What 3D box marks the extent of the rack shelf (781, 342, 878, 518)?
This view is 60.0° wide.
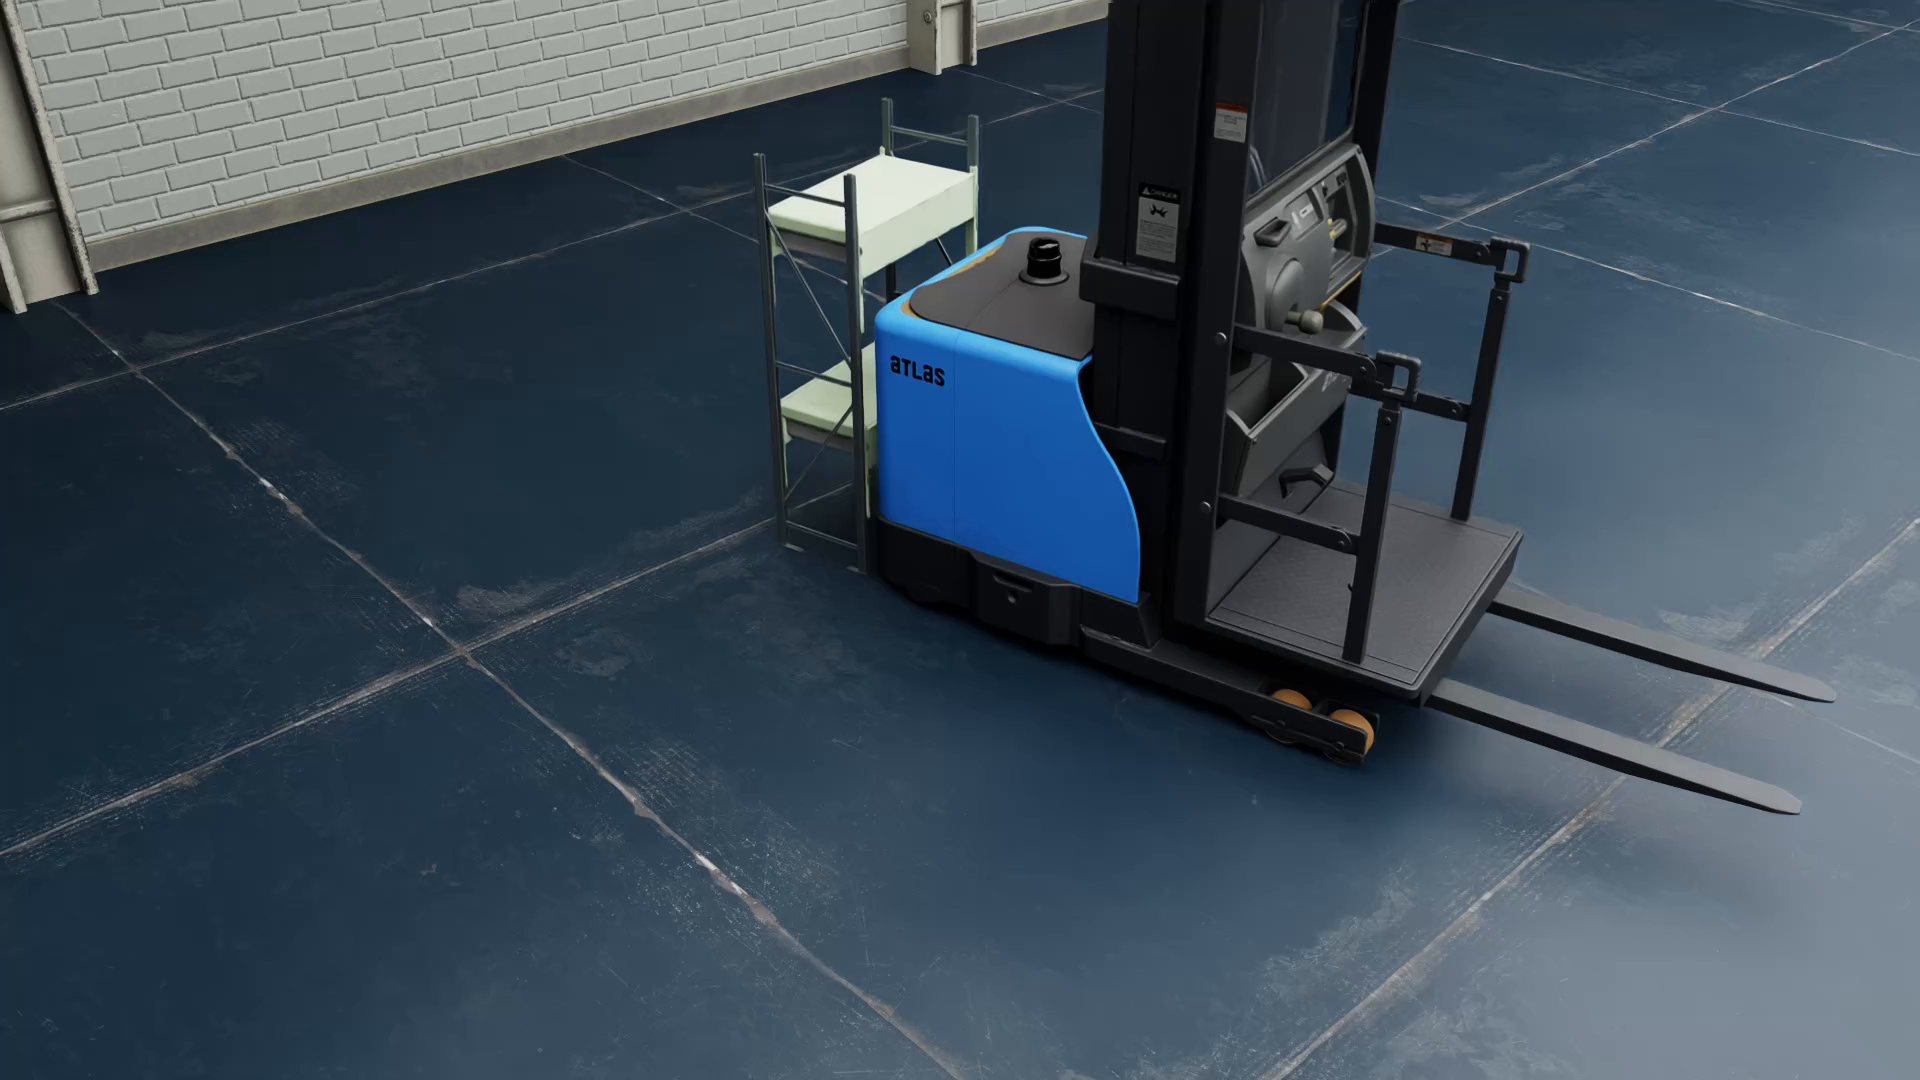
[{"bbox_3d":[-0.305,-0.450,6.172,0.431,0.370,0.720,18,36,27],"label":"rack shelf"}]

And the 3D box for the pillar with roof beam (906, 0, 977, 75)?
[{"bbox_3d":[2.801,-5.541,6.686,0.400,9.000,9.100,-26,40,-35],"label":"pillar with roof beam"}]

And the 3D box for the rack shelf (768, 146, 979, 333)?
[{"bbox_3d":[-0.306,-1.061,5.799,0.431,0.370,0.720,18,36,27],"label":"rack shelf"}]

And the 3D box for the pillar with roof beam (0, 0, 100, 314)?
[{"bbox_3d":[-1.599,-3.413,3.206,0.400,9.000,9.100,-26,40,-35],"label":"pillar with roof beam"}]

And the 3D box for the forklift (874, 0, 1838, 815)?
[{"bbox_3d":[1.219,-0.877,4.874,3.031,2.935,1.130,19,36,27],"label":"forklift"}]

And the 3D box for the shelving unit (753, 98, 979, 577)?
[{"bbox_3d":[-0.305,-0.728,6.002,0.431,1.500,0.755,18,36,27],"label":"shelving unit"}]

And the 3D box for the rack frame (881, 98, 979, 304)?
[{"bbox_3d":[-0.108,-0.889,6.265,0.400,1.500,0.023,18,36,27],"label":"rack frame"}]

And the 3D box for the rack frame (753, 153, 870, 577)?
[{"bbox_3d":[-0.503,-0.567,5.739,0.400,1.500,0.023,18,36,27],"label":"rack frame"}]
